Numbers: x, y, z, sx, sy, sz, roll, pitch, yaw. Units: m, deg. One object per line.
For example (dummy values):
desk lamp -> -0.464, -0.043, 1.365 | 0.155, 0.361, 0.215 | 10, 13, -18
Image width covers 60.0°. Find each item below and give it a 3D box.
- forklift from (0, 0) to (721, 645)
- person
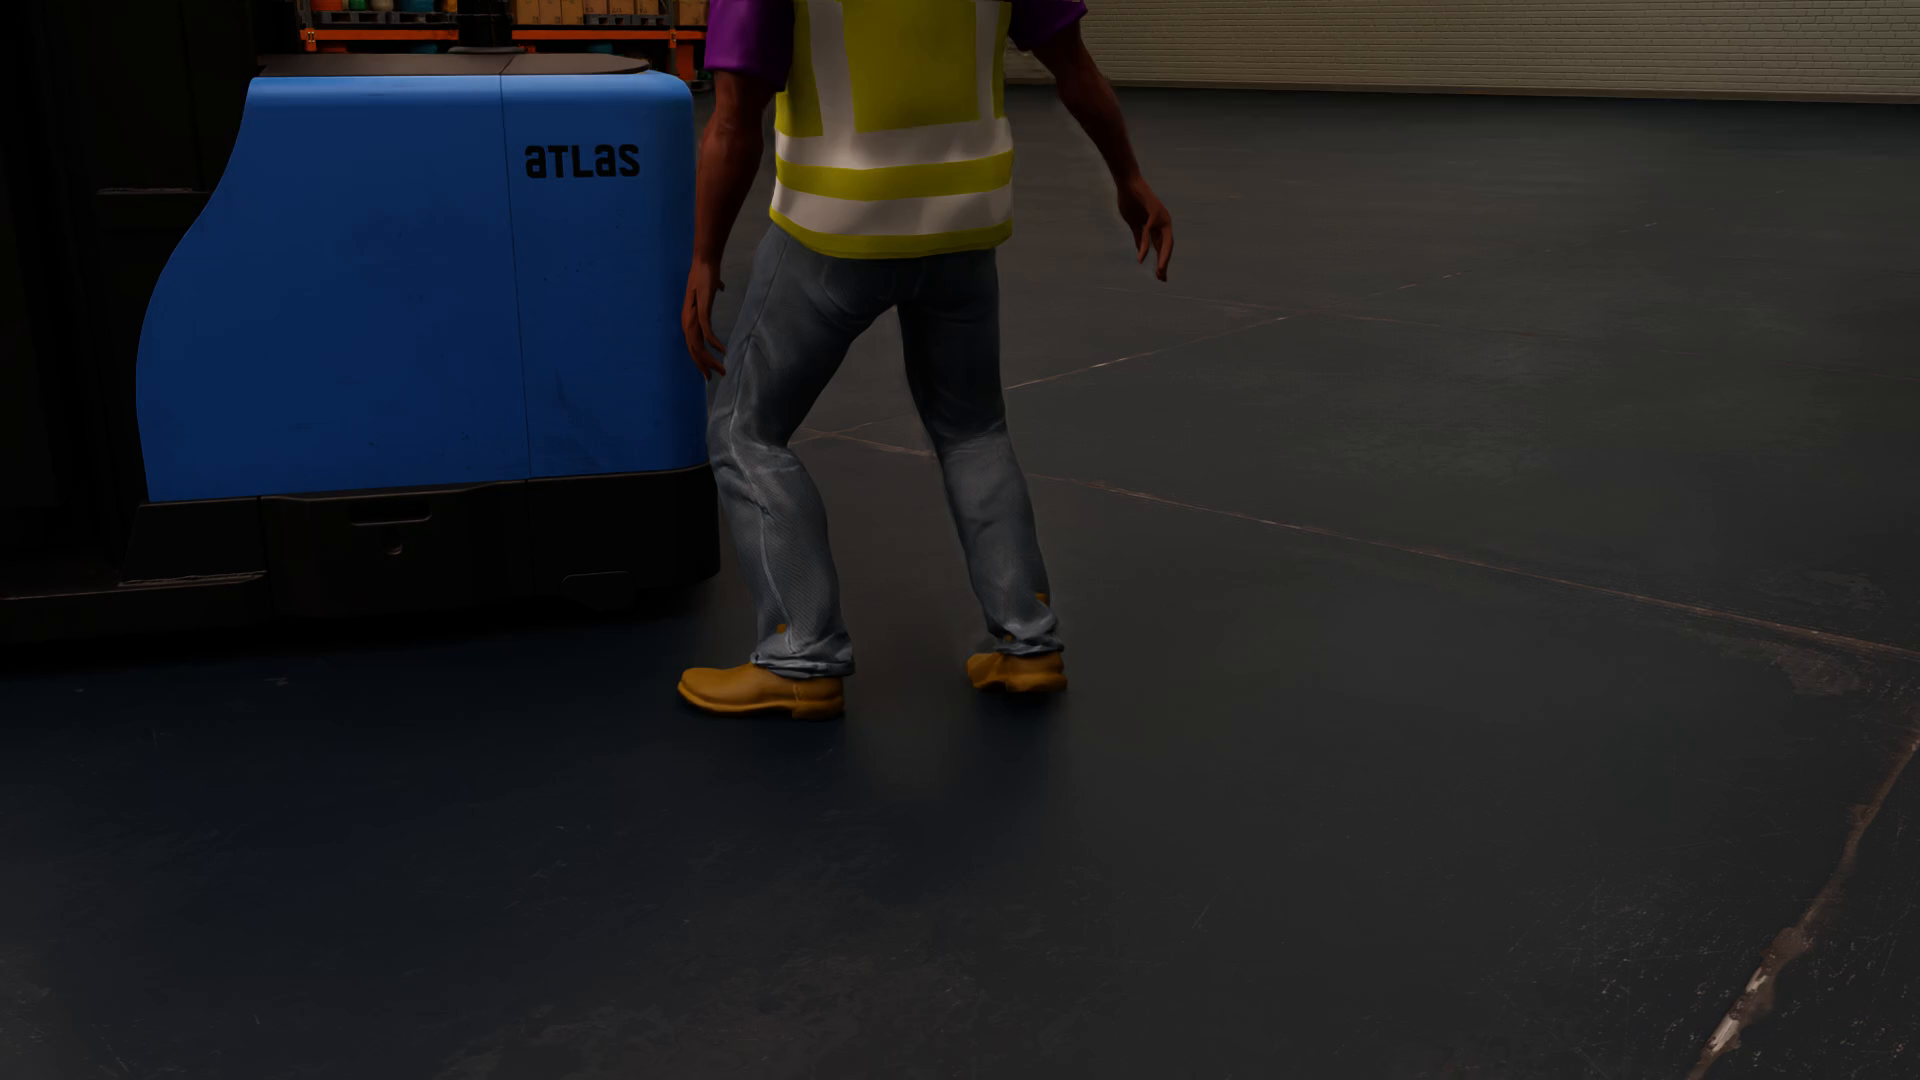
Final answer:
forklift -> -2.077, -1.285, 3.129 | 3.031, 2.935, 1.130 | -4, 17, -14
person -> -0.058, -0.537, 2.856 | 0.912, 1.720, 0.504 | -7, 18, -23
